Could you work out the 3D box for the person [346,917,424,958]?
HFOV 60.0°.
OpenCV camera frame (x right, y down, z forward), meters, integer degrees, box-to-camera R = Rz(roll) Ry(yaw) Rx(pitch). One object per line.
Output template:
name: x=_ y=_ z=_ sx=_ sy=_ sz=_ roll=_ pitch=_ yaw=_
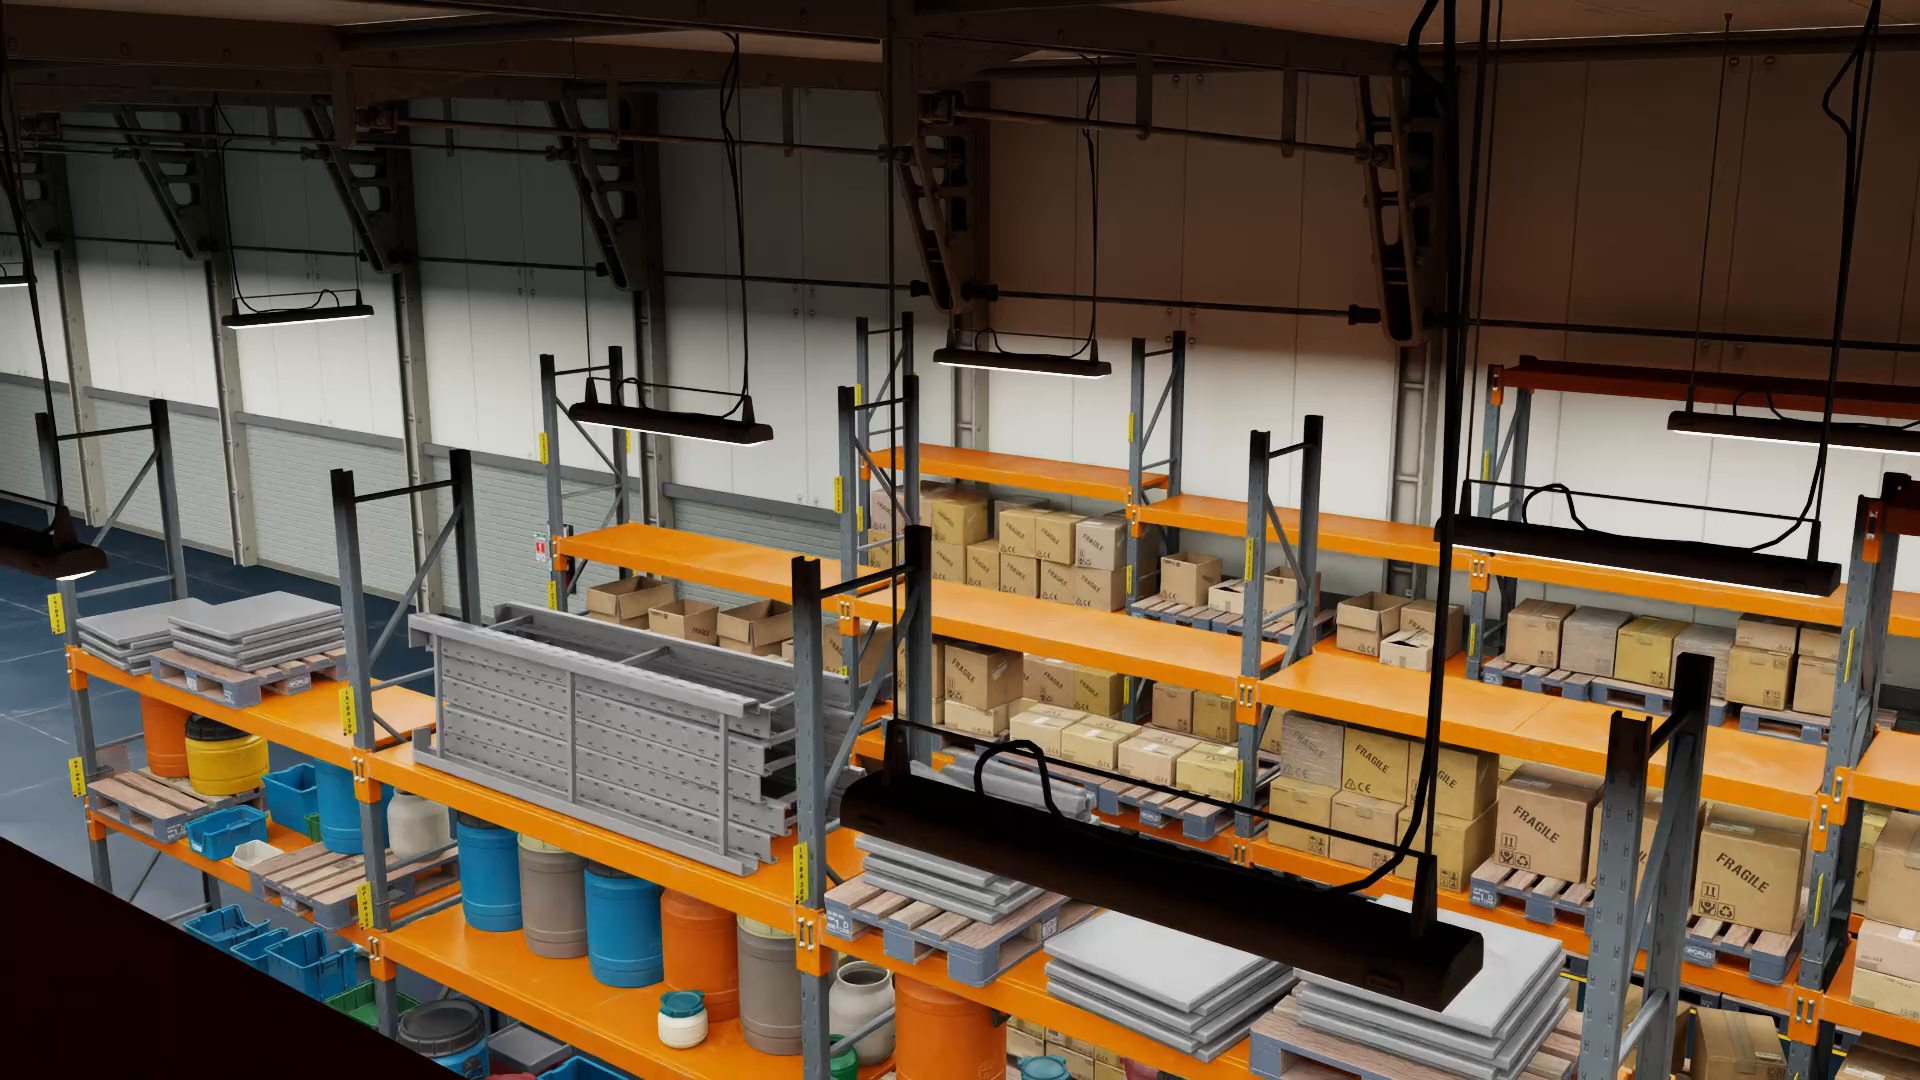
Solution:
person: x=-5.740 y=3.399 z=16.728 sx=1.010 sy=1.754 sz=0.548 roll=-3 pitch=13 yaw=-13
